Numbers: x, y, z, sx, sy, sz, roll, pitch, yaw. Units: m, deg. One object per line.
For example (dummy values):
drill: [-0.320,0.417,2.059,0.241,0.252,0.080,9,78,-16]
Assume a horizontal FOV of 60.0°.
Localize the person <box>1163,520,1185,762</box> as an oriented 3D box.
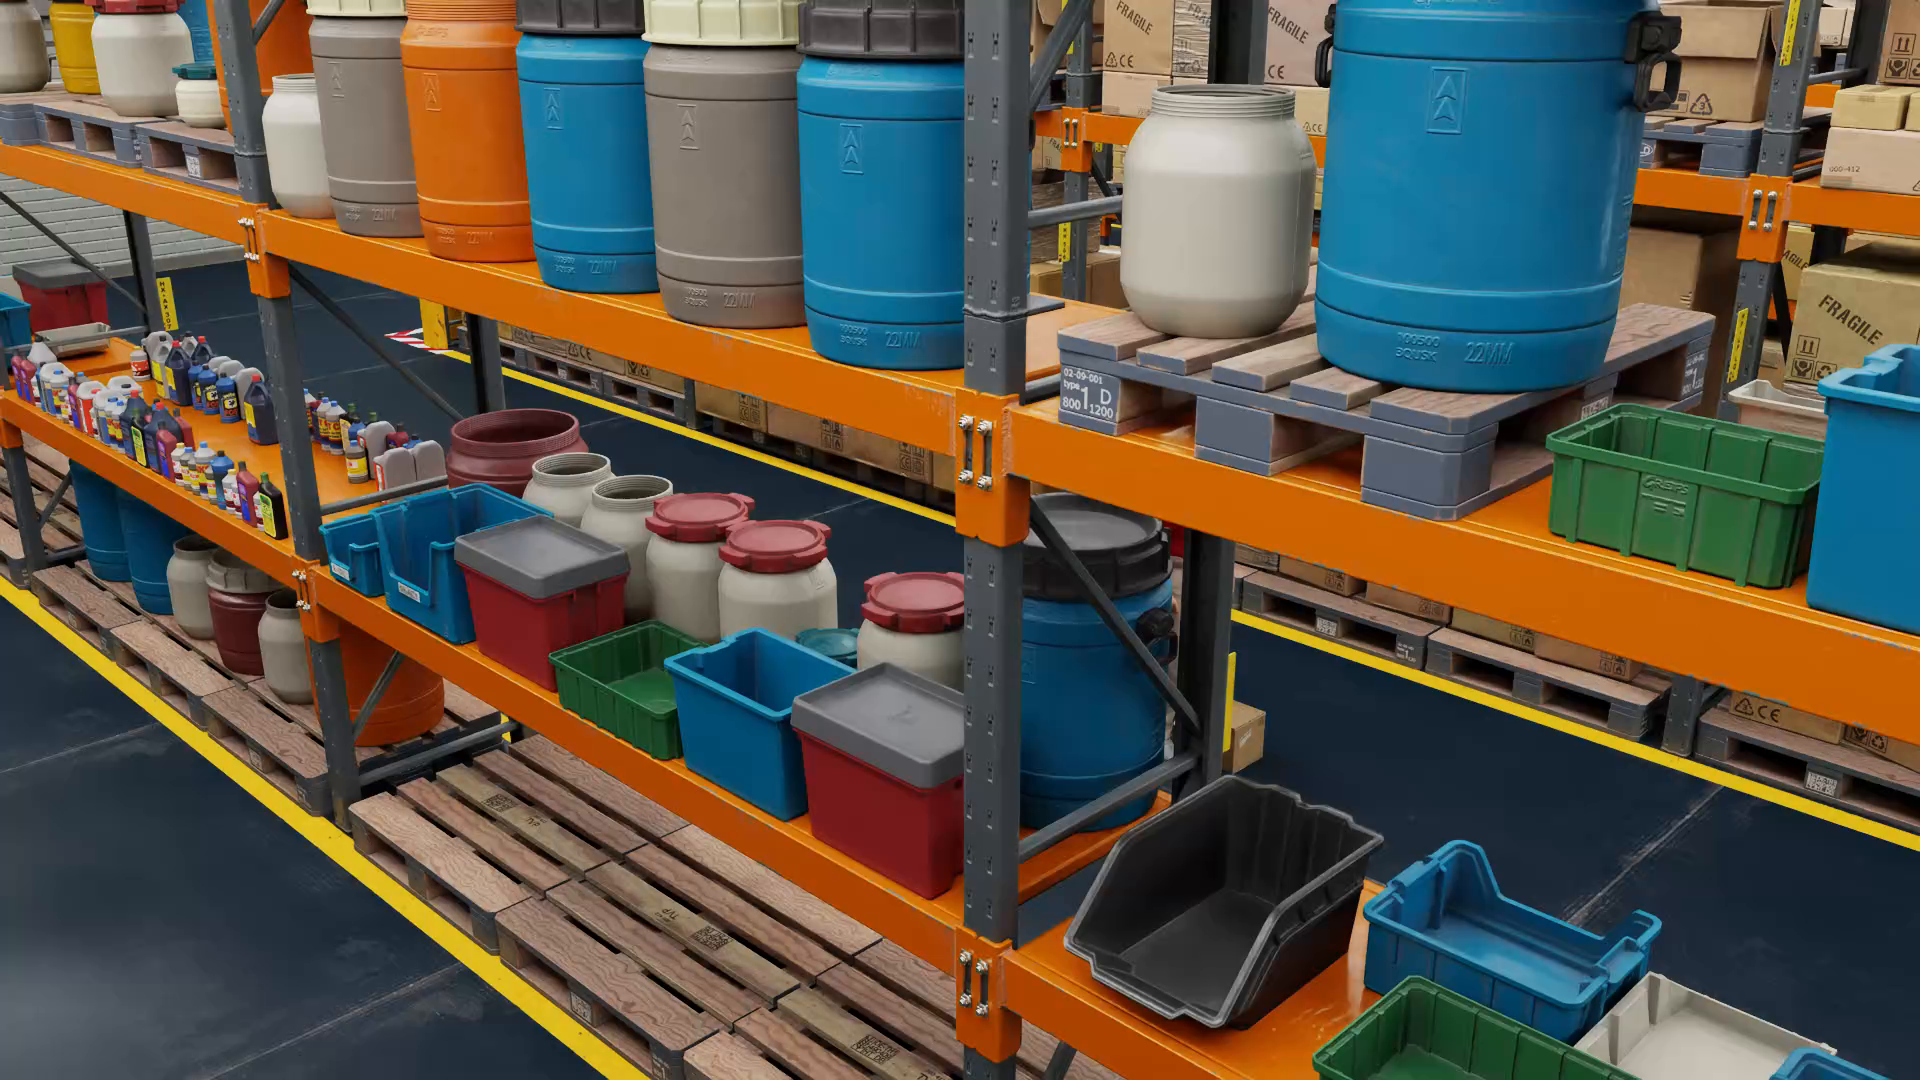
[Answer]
person: [1.123,0.204,8.050,0.395,1.726,0.584,18,27,40]
